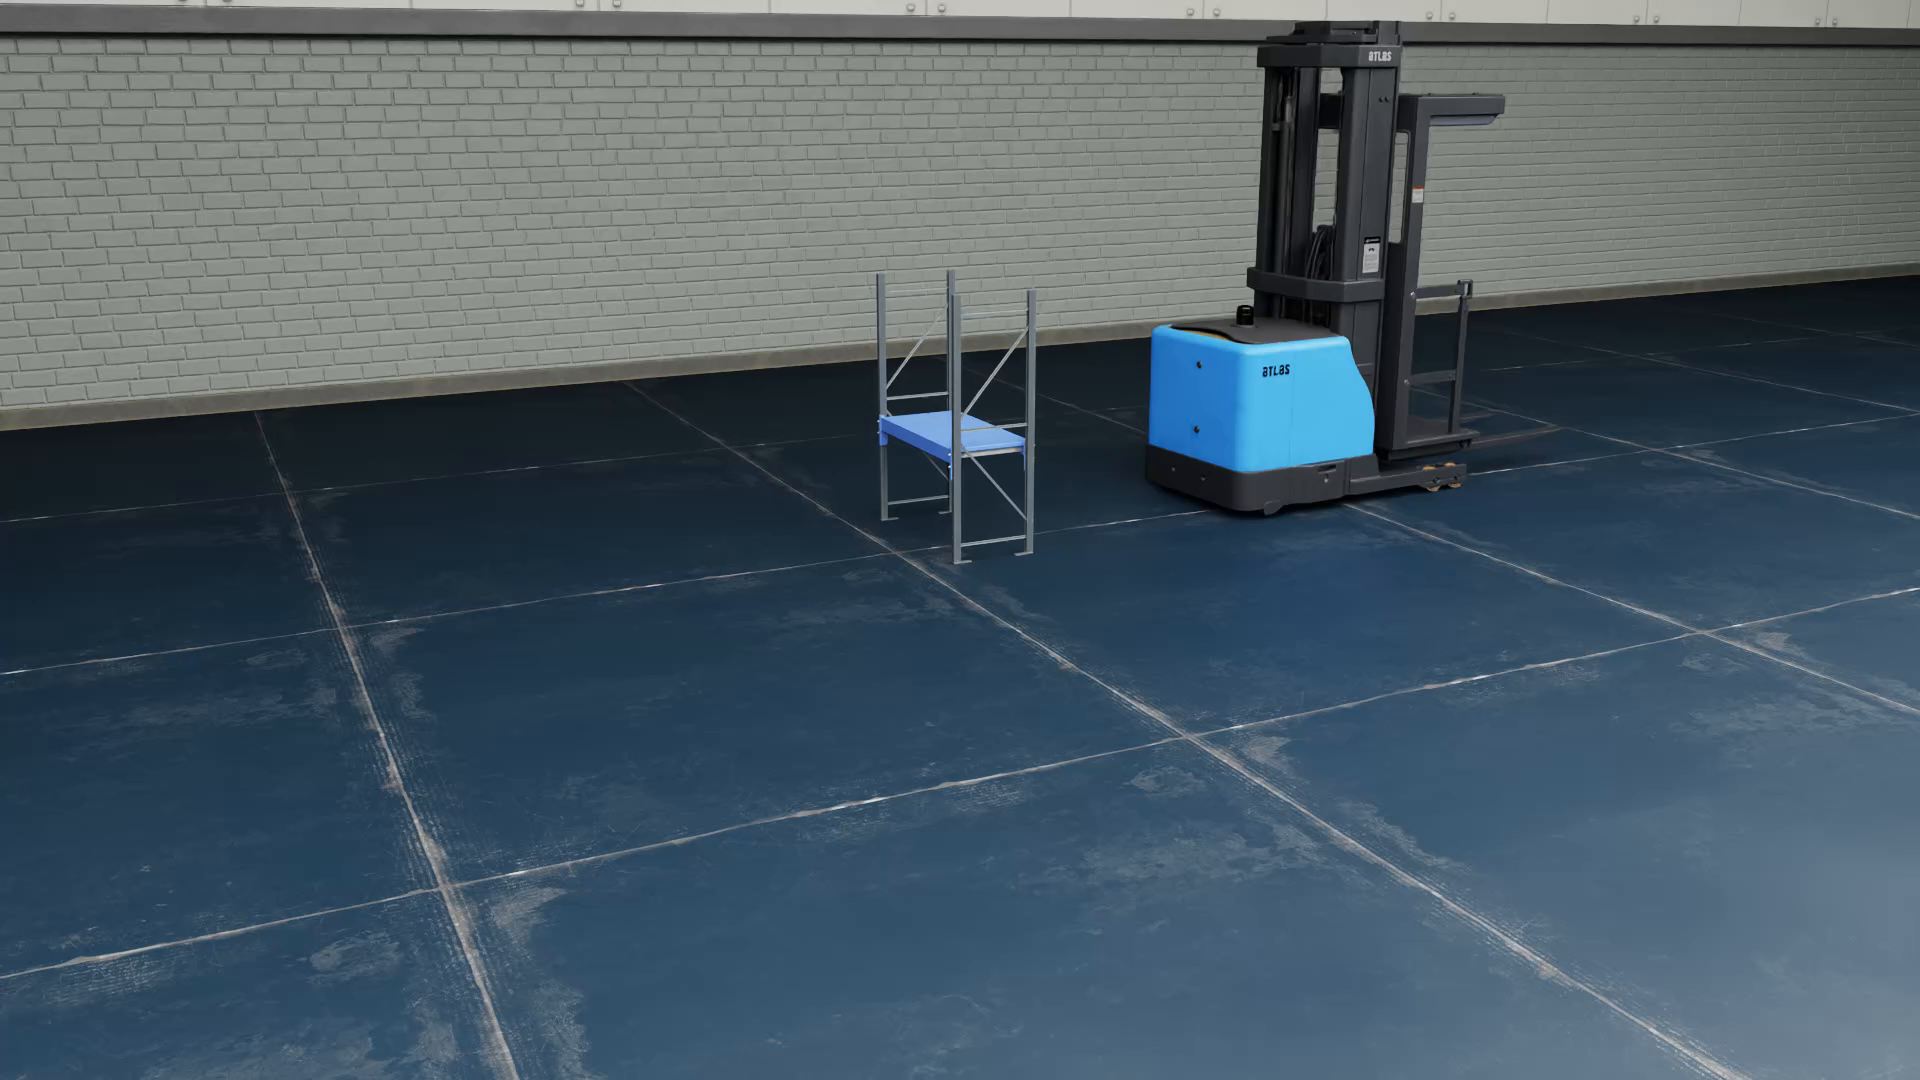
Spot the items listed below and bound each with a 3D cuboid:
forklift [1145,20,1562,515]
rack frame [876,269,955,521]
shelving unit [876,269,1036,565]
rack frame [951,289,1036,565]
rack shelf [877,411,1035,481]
[{"bbox_3d":[2.743,-1.839,10.845,3.031,2.935,1.130,-9,18,-29],"label":"forklift"},{"bbox_3d":[-0.260,-0.868,10.057,0.500,1.500,0.032,-8,18,-25],"label":"rack frame"},{"bbox_3d":[-0.037,-0.742,9.617,0.538,1.500,1.048,-8,18,-25],"label":"shelving unit"},{"bbox_3d":[0.185,-0.616,9.178,0.500,1.500,0.032,-8,18,-25],"label":"rack frame"},{"bbox_3d":[-0.037,-0.569,9.667,0.538,0.185,1.000,-8,18,-25],"label":"rack shelf"}]
